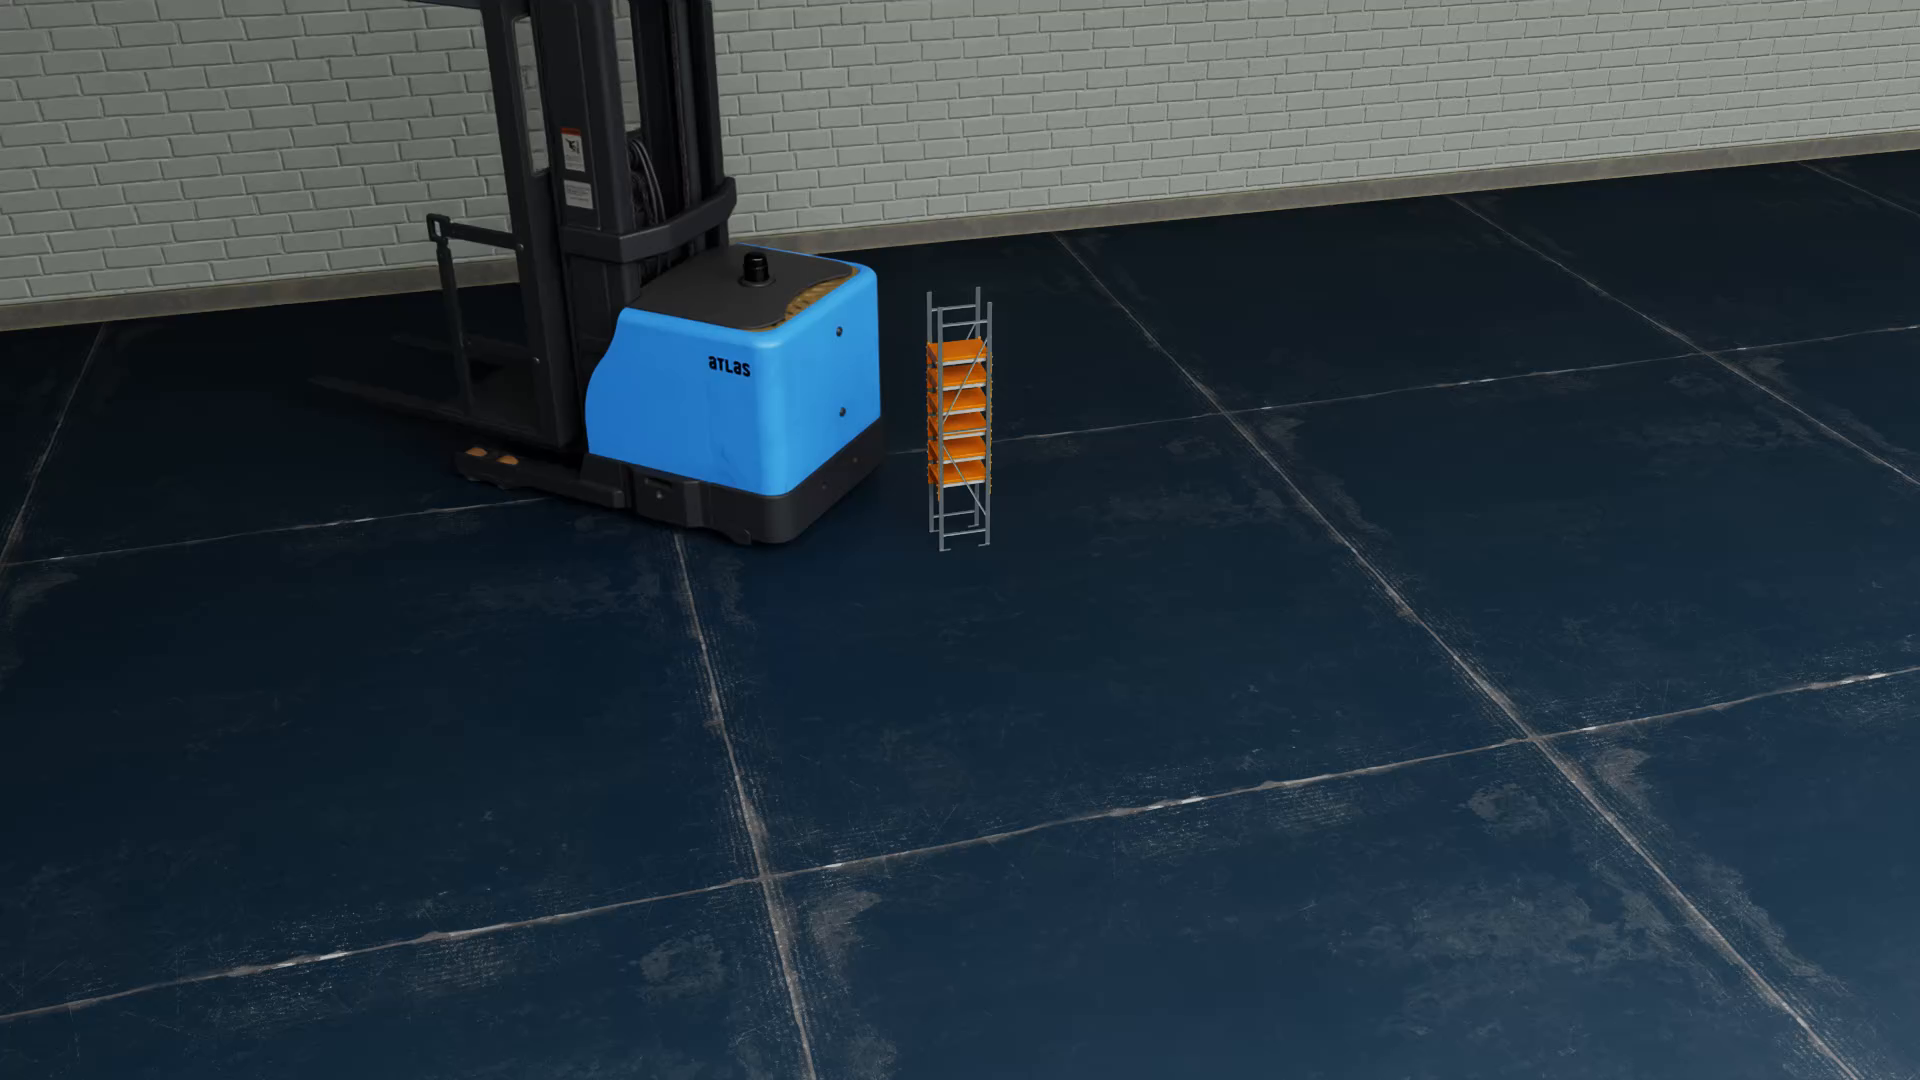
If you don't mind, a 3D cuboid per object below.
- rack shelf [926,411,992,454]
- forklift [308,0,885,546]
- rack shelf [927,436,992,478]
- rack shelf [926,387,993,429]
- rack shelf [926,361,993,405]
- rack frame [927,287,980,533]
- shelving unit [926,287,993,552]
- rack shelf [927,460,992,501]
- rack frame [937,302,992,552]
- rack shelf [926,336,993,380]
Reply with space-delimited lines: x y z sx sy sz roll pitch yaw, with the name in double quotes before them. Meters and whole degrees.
"rack shelf" -0.004 -0.488 7.484 0.258 0.103 0.180 -8 31 -13
"forklift" -1.932 -1.738 7.827 3.031 2.935 1.130 14 33 22
"rack shelf" -0.004 -0.384 7.544 0.258 0.103 0.180 -8 31 -13
"rack shelf" -0.004 -0.592 7.424 0.258 0.103 0.180 -8 31 -13
"rack shelf" -0.004 -0.696 7.364 0.258 0.103 0.180 -8 31 -13
"rack frame" -0.028 -0.570 7.538 0.240 1.200 0.006 -8 31 -13
"shelving unit" -0.004 -0.526 7.462 0.258 1.200 0.189 -8 31 -13
"rack shelf" -0.004 -0.280 7.604 0.258 0.103 0.180 -8 31 -13
"rack frame" 0.020 -0.482 7.385 0.240 1.200 0.006 -8 31 -13
"rack shelf" -0.004 -0.799 7.303 0.258 0.103 0.180 -8 31 -13
